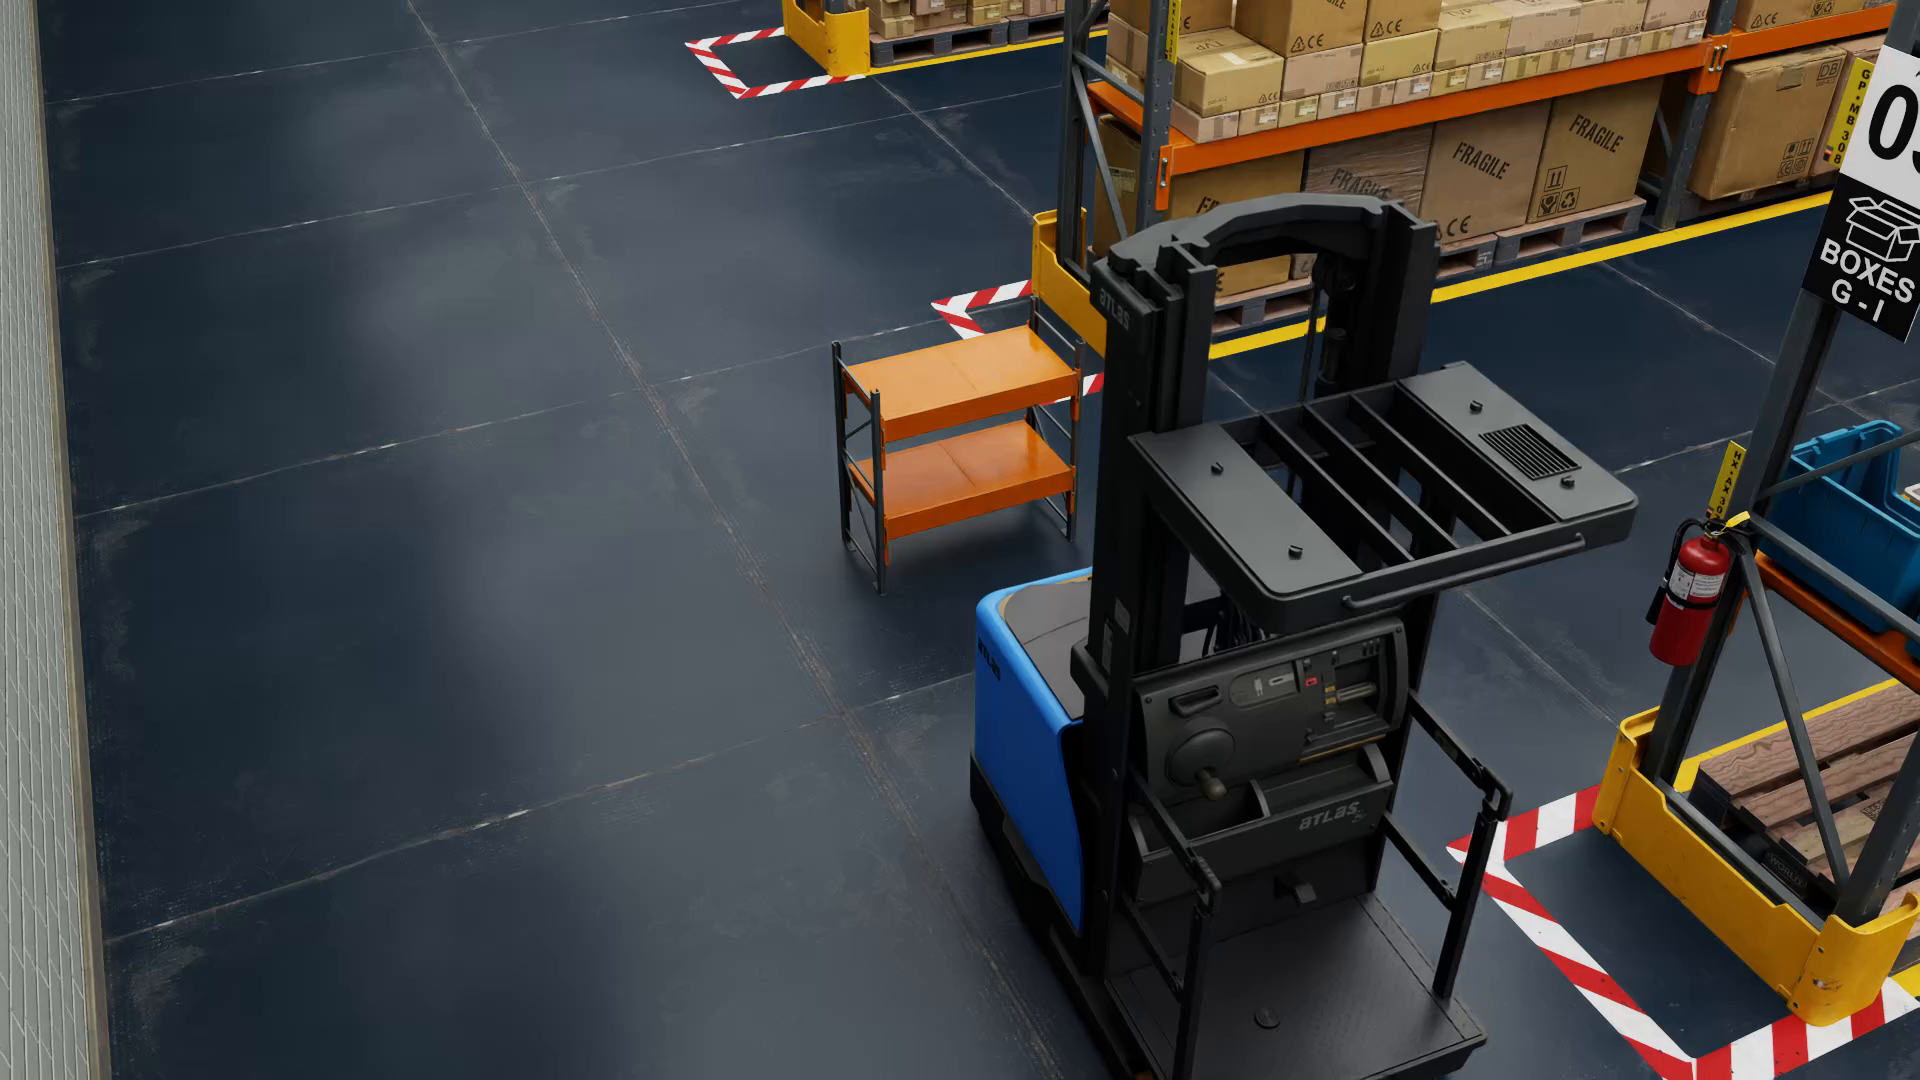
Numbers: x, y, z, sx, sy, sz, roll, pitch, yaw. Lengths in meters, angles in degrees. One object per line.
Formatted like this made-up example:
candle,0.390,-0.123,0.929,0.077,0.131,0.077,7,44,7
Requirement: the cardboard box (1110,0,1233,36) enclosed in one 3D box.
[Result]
cardboard box,1.177,-3.128,9.196,0.500,0.500,0.500,-15,39,-19

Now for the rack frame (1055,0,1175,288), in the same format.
rack frame,0.848,-2.502,9.106,0.127,3.000,1.000,-16,39,-20

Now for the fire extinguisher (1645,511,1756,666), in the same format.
fire extinguisher,2.622,0.143,5.918,0.183,0.674,0.296,-16,39,-20

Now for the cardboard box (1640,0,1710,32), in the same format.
cardboard box,4.180,-3.321,10.085,0.500,0.250,0.500,-16,40,-21

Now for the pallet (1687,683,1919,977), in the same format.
pallet,3.715,1.101,6.588,1.213,0.211,1.003,-16,39,-20

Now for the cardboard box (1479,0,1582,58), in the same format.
cardboard box,3.251,-3.059,9.733,0.500,0.250,0.500,-15,39,-19

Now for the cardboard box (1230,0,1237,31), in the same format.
cardboard box,1.633,-2.955,9.593,0.500,0.250,0.500,-16,40,-21

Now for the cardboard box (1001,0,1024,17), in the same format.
cardboard box,0.334,-4.485,13.819,0.250,0.149,0.380,-16,39,-20

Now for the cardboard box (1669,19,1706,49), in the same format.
cardboard box,4.332,-3.160,10.203,0.250,0.149,0.380,-15,39,-20

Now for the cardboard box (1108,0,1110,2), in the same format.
cardboard box,1.305,-4.694,14.101,0.250,0.149,0.380,-16,39,-20

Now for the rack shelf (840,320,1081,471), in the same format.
rack shelf,-0.006,-0.685,7.738,1.000,0.278,0.538,-16,39,-20

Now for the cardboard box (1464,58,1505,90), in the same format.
cardboard box,2.938,-2.771,9.678,0.250,0.149,0.380,-15,39,-19

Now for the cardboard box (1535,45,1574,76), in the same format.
cardboard box,3.400,-2.899,9.852,0.250,0.149,0.380,-15,39,-19

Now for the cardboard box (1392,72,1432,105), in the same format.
cardboard box,2.472,-2.640,9.502,0.250,0.149,0.380,-16,39,-20

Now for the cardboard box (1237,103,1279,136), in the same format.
cardboard box,1.541,-2.379,9.150,0.250,0.149,0.380,-16,40,-21

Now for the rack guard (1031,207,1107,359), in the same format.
rack guard,0.826,-1.492,9.842,0.348,0.500,1.175,-16,39,-20

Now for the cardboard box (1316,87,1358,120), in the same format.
cardboard box,2.008,-2.511,9.328,0.250,0.149,0.380,-16,40,-21

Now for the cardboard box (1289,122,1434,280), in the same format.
cardboard box,2.217,-2.253,10.201,0.875,0.875,0.875,-16,39,-20

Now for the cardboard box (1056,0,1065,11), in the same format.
cardboard box,0.837,-4.585,13.954,0.250,0.149,0.380,-16,39,-20

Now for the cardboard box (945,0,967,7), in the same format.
cardboard box,-0.129,-4.488,13.574,0.250,0.149,0.380,-15,39,-19

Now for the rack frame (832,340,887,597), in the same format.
rack frame,-0.466,-0.321,7.739,0.032,1.125,0.500,-16,39,-20

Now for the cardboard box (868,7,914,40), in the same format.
cardboard box,-0.558,-4.186,13.417,0.250,0.149,0.380,-15,39,-19

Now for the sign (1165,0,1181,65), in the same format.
sign,1.078,-2.581,8.419,0.005,0.325,0.100,-16,39,-20

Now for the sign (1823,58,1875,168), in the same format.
sign,2.704,-1.286,5.036,0.005,0.325,0.100,-16,39,-20

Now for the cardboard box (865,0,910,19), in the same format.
cardboard box,-0.585,-4.340,13.374,0.250,0.149,0.380,-14,39,-18

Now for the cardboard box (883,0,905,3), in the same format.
cardboard box,-0.550,-4.415,13.225,0.250,0.149,0.380,-17,40,-22

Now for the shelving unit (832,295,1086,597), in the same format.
shelving unit,-0.006,-0.450,7.913,1.048,1.125,0.538,-16,39,-20

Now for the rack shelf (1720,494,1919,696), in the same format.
rack shelf,4.762,-0.048,6.401,4.000,0.370,1.077,-16,39,-20

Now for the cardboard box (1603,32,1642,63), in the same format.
cardboard box,3.866,-3.030,10.028,0.250,0.149,0.380,-16,40,-21

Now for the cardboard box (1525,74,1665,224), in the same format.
cardboard box,3.837,-2.706,10.811,0.875,0.875,0.875,-16,39,-20

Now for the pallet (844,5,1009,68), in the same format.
pallet,-0.349,-4.288,13.855,1.213,0.211,1.003,-16,39,-20

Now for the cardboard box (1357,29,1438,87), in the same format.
cardboard box,2.321,-2.798,9.380,0.500,0.250,0.500,-17,40,-21

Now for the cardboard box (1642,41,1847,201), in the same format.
cardboard box,5.039,-3.003,11.212,0.875,0.875,1.225,-15,39,-20

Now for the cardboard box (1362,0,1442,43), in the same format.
cardboard box,2.316,-3.099,9.158,0.500,0.500,0.500,-17,40,-21

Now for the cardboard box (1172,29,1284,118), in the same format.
cardboard box,1.397,-2.537,9.029,0.500,0.250,0.500,-17,40,-21

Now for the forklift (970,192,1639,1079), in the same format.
forklift,1.061,0.596,4.986,1.130,2.935,3.031,-13,39,-17

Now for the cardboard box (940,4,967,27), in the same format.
cardboard box,-0.134,-4.363,13.655,0.250,0.149,0.380,-15,39,-19

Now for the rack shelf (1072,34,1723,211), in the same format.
rack shelf,2.658,-2.720,10.002,4.000,0.370,1.077,-16,39,-20

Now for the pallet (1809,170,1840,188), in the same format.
pallet,6.241,-2.942,12.039,1.213,0.211,1.003,-16,39,-20

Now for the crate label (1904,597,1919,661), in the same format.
crate label,3.315,0.327,5.381,0.303,0.233,0.416,-16,39,-20

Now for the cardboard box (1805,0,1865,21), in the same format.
cardboard box,5.446,-3.664,10.588,0.500,0.500,0.500,-16,39,-20

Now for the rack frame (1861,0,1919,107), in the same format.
rack frame,2.952,-2.241,3.717,0.127,3.000,1.000,-16,39,-20

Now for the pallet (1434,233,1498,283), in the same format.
pallet,2.641,-1.933,10.679,1.213,0.211,1.003,-16,39,-20
